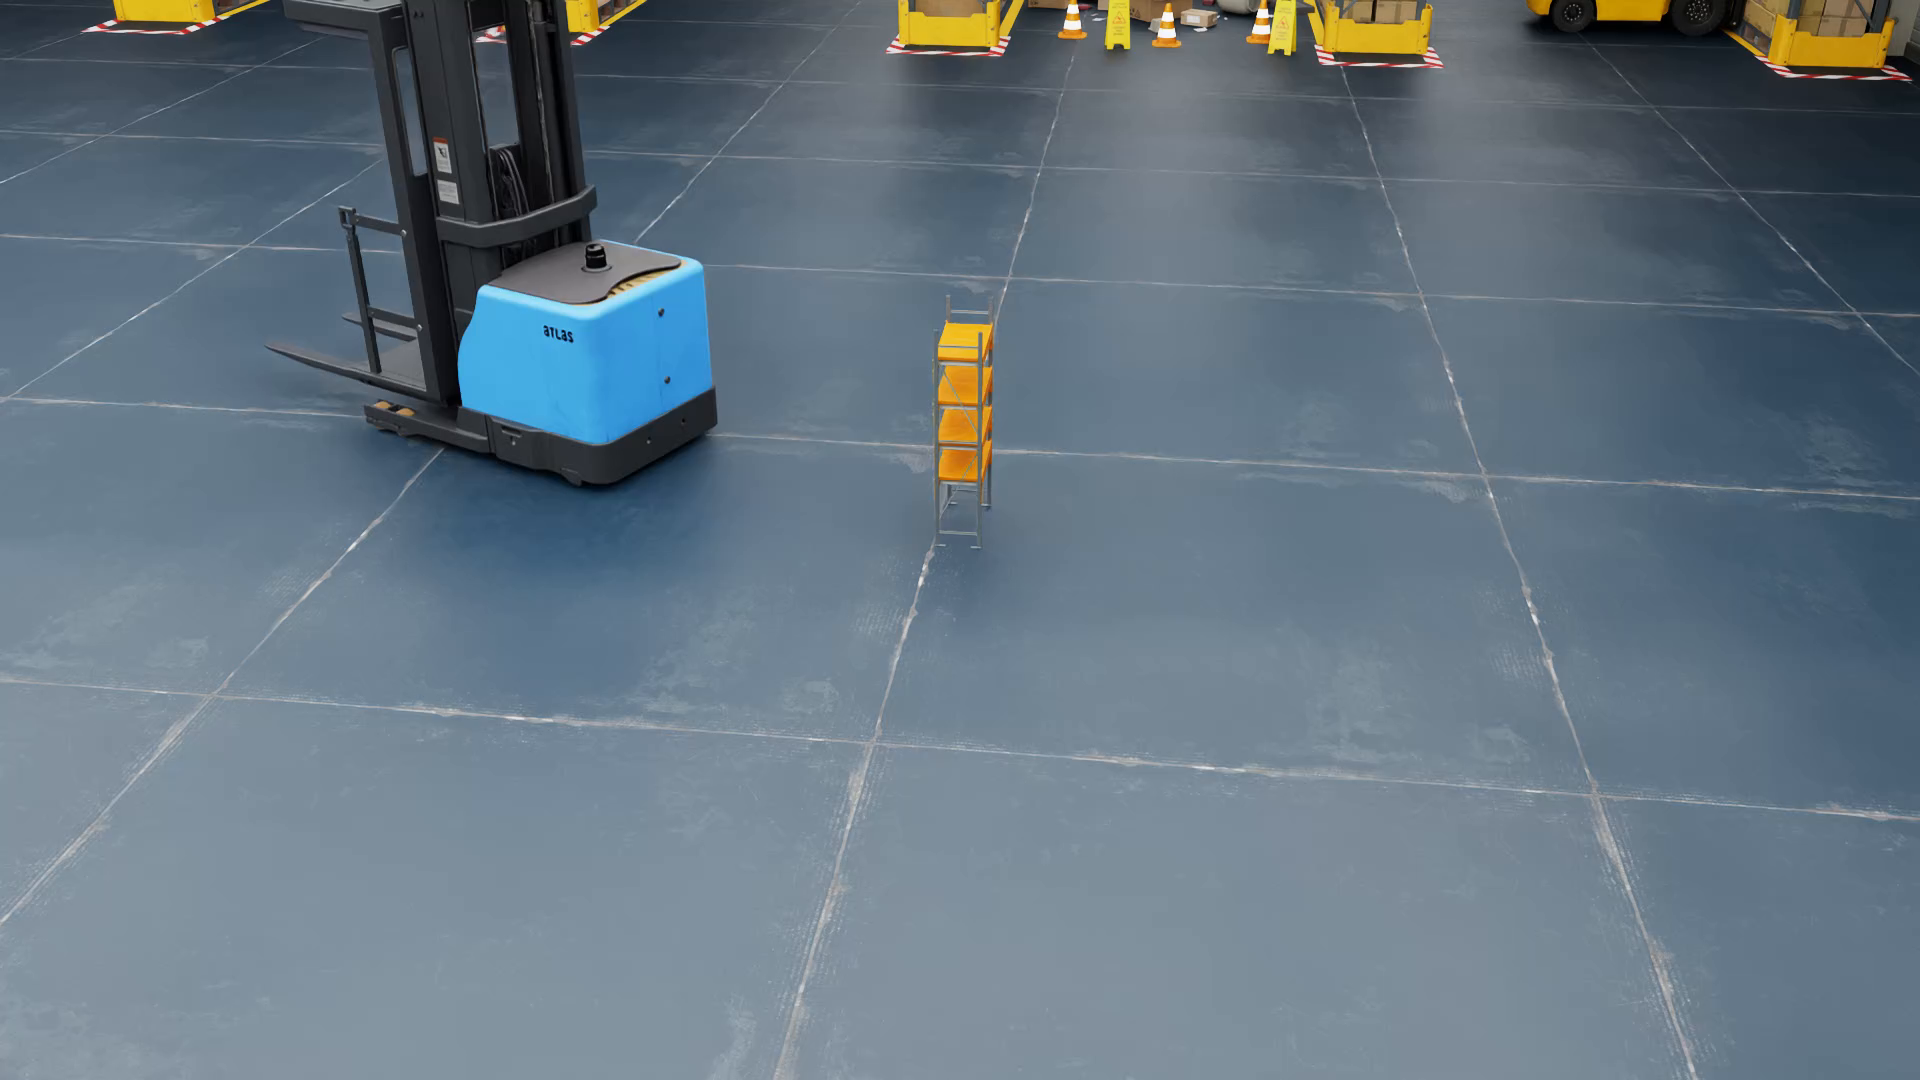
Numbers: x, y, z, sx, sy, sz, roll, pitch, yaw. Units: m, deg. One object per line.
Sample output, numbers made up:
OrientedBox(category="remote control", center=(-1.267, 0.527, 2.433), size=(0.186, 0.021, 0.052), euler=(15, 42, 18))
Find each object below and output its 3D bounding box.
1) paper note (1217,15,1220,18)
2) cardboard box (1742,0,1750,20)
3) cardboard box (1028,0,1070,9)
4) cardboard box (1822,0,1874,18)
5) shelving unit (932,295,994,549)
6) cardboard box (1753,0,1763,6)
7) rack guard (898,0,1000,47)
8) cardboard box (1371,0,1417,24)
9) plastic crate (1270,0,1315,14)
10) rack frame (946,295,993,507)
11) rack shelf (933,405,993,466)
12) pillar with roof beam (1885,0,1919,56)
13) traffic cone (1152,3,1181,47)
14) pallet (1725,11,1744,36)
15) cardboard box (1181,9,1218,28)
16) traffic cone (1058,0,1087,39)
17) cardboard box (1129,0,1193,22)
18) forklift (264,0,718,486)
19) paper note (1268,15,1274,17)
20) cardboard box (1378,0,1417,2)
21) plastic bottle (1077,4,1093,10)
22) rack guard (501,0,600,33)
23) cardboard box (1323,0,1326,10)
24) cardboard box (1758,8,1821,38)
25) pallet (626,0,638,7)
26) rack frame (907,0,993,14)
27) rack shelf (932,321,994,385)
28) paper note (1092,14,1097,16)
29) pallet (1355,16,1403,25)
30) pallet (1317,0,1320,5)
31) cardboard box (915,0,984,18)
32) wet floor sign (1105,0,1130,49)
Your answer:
OrientedBox(category="paper note", center=(3.197, -6.619, 21.016), size=(0.148, 0.019, 0.142), euler=(14, 31, 24))
OrientedBox(category="cardboard box", center=(9.615, -6.375, 19.877), size=(0.500, 0.250, 0.500), euler=(4, 29, 7))
OrientedBox(category="cardboard box", center=(1.197, -7.213, 21.608), size=(0.500, 0.500, 0.500), euler=(8, 29, 15))
OrientedBox(category="cardboard box", center=(9.994, -6.096, 18.832), size=(0.500, 0.250, 0.500), euler=(4, 29, 7))
OrientedBox(category="shelving unit", center=(0.020, -0.606, 8.610), size=(0.258, 1.200, 0.503), euler=(3, 28, 6))
OrientedBox(category="cardboard box", center=(9.552, -6.370, 19.340), size=(0.500, 0.250, 0.500), euler=(3, 28, 6))
OrientedBox(category="rack guard", center=(-0.125, -6.108, 19.560), size=(1.175, 0.500, 0.348), euler=(3, 28, 6))
OrientedBox(category="cardboard box", center=(5.177, -6.317, 19.770), size=(0.500, 0.250, 0.500), euler=(3, 28, 6))
OrientedBox(category="plastic crate", center=(4.287, -6.885, 21.446), size=(0.402, 0.080, 0.583), euler=(-6, 29, -11))
OrientedBox(category="rack frame", center=(0.050, -0.721, 8.823), size=(0.240, 1.200, 0.015), euler=(3, 28, 6))
OrientedBox(category="rack shelf", center=(0.020, -0.547, 8.642), size=(0.258, 0.148, 0.480), euler=(3, 28, 6))
OrientedBox(category="pillar with roof beam", center=(6.438, -9.859, 17.563), size=(9.100, 9.000, 0.400), euler=(3, 28, 6))
OrientedBox(category="traffic cone", center=(2.433, -6.044, 19.481), size=(0.336, 0.463, 0.334), euler=(3, 28, 6))
OrientedBox(category="pallet", center=(9.934, -6.400, 20.407), size=(1.003, 0.211, 1.213), euler=(3, 28, 6))
OrientedBox(category="cardboard box", center=(2.959, -6.458, 20.581), size=(0.380, 0.149, 0.250), euler=(20, 34, 32))
OrientedBox(category="traffic cone", center=(1.353, -6.270, 19.900), size=(0.336, 0.463, 0.334), euler=(3, 28, 6))
OrientedBox(category="cardboard box", center=(2.506, -6.854, 20.942), size=(0.797, 0.503, 0.637), euler=(-17, 33, -29))
OrientedBox(category="forklift", center=(-2.967, -2.099, 9.557), size=(3.031, 2.935, 1.130), euler=(16, 32, 27))
OrientedBox(category="paper note", center=(3.911, -6.637, 21.038), size=(0.142, 0.019, 0.148), euler=(-6, 29, -11))
OrientedBox(category="cardboard box", center=(5.179, -6.659, 19.613), size=(0.500, 0.500, 0.500), euler=(2, 28, 4))
OrientedBox(category="plastic bottle", center=(1.560, -6.878, 21.453), size=(0.283, 0.061, 0.133), euler=(-6, 29, -11))
OrientedBox(category="rack guard", center=(-5.023, -6.490, 20.270), size=(1.175, 0.500, 0.348), euler=(3, 28, 6))
OrientedBox(category="cardboard box", center=(4.707, -6.593, 20.282), size=(0.500, 0.250, 0.500), euler=(3, 29, 6))
OrientedBox(category="cardboard box", center=(9.474, -5.906, 19.007), size=(0.500, 0.250, 0.500), euler=(4, 29, 7))
OrientedBox(category="pallet", center=(-4.736, -7.316, 22.108), size=(1.003, 0.211, 1.213), euler=(3, 28, 6))
OrientedBox(category="rack frame", center=(-0.122, -7.219, 18.988), size=(1.000, 3.000, 0.127), euler=(3, 28, 6))
OrientedBox(category="rack shelf", center=(0.020, -0.952, 8.424), size=(0.258, 0.148, 0.480), euler=(3, 28, 6))
OrientedBox(category="paper note", center=(1.712, -6.676, 21.131), size=(0.032, 0.001, 0.123), euler=(20, 34, 32))
OrientedBox(category="pallet", center=(4.947, -6.168, 19.976), size=(1.003, 0.211, 1.213), euler=(3, 28, 6))
OrientedBox(category="pallet", center=(5.246, -7.316, 22.108), size=(1.003, 0.211, 1.213), euler=(3, 28, 6))
OrientedBox(category="cardboard box", center=(-0.104, -6.792, 19.992), size=(0.875, 0.875, 0.875), euler=(4, 29, 6))
OrientedBox(category="wet floor sign", center=(1.840, -6.054, 19.307), size=(0.267, 0.644, 0.232), euler=(-1, 28, -3))
